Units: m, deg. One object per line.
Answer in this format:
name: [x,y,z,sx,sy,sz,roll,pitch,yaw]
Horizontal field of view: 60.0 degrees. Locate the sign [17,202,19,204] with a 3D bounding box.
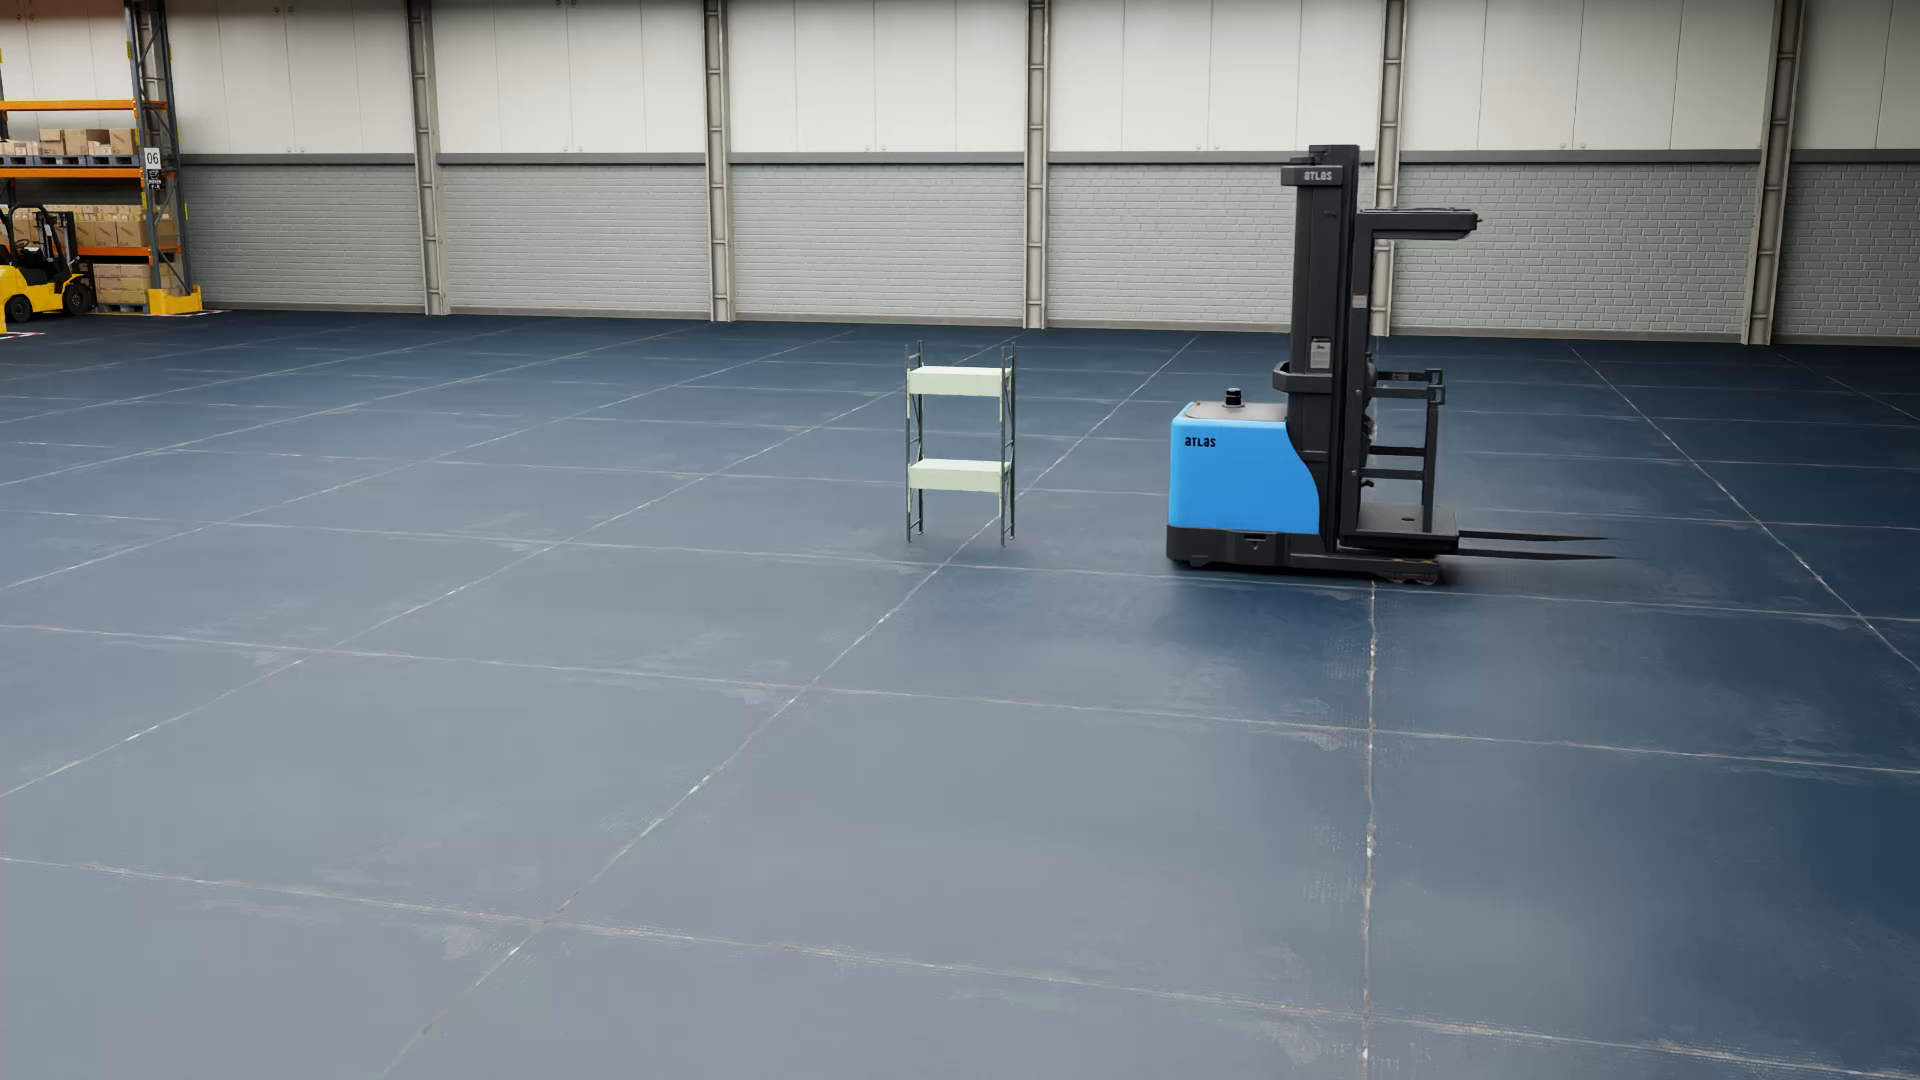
sign: [-19.410,-6.792,34.238,0.005,0.325,0.100,3,13,14]

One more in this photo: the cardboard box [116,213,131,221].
cardboard box: [-18.208,-5.710,30.971,3.004,0.649,4.768,3,13,14]

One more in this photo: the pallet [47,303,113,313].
pallet: [-17.591,-4.739,33.607,1.213,0.211,1.003,3,13,14]

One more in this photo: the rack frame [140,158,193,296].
rack frame: [-15.658,-6.006,32.879,0.127,3.000,1.000,3,13,14]

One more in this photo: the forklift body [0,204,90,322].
forklift body: [-17.936,-5.306,31.685,1.214,2.155,2.313,3,13,14]

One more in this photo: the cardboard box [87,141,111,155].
cardboard box: [-16.781,-7.651,32.477,0.258,0.266,0.396,3,13,14]

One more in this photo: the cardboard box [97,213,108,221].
cardboard box: [-16.792,-6.379,32.832,0.250,0.149,0.380,3,13,13]

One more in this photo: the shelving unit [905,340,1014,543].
shelving unit: [0.003,-0.732,12.571,0.748,1.500,0.431,3,13,14]

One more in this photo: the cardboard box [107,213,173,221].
cardboard box: [-16.244,-6.403,32.941,0.794,0.149,0.880,3,13,12]

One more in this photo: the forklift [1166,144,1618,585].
forklift: [3.045,-1.251,11.607,3.031,2.935,1.130,3,13,14]

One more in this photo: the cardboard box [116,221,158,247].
cardboard box: [-16.199,-6.025,32.734,0.500,0.500,0.500,3,13,12]

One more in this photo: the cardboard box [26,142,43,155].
cardboard box: [-18.173,-7.725,32.813,0.258,0.266,0.396,3,13,12]

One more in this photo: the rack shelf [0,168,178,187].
rack shelf: [-23.379,-6.942,34.623,15.904,1.578,1.077,3,13,14]

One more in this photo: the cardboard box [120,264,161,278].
cardboard box: [-16.180,-5.315,32.835,0.500,0.250,0.500,4,13,15]

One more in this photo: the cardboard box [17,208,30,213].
cardboard box: [-18.552,-6.604,33.161,0.250,0.149,0.380,3,13,15]

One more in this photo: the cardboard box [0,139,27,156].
cardboard box: [-18.792,-7.794,33.017,0.500,0.311,0.500,3,13,15]

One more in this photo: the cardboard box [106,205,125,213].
cardboard box: [-16.564,-6.505,32.713,0.250,0.149,0.380,3,13,15]

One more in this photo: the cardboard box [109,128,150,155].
cardboard box: [-16.146,-7.745,32.359,0.500,0.500,0.500,3,13,15]

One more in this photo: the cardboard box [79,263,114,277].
cardboard box: [-17.169,-5.364,33.057,0.500,0.250,0.500,3,13,14]

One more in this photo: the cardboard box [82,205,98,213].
cardboard box: [-17.067,-6.524,32.798,0.250,0.149,0.380,3,13,15]

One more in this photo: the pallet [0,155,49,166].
pallet: [-18.707,-7.596,33.324,1.213,0.211,1.003,3,13,14]

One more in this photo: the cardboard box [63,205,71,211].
cardboard box: [-17.547,-6.569,33.003,0.250,0.149,0.380,3,13,14]

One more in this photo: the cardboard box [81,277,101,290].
cardboard box: [-17.196,-5.123,33.123,0.500,0.250,0.500,3,13,12]

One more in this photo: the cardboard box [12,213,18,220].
cardboard box: [-18.784,-6.486,33.316,0.250,0.149,0.380,3,13,13]

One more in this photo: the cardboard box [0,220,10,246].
cardboard box: [-19.173,-6.184,33.452,0.500,0.500,0.500,3,13,12]

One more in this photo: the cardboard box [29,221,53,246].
cardboard box: [-18.172,-6.135,33.229,0.500,0.500,0.500,3,13,13]

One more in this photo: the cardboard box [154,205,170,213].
cardboard box: [-15.933,-6.579,33.046,0.250,0.149,0.380,3,13,12]

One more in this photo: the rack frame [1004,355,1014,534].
rack frame: [0.362,-0.713,12.485,0.010,1.308,0.380,3,13,14]

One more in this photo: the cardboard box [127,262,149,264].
cardboard box: [-16.565,-5.447,33.428,0.500,0.250,0.500,3,13,14]

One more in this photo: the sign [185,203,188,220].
sign: [-15.519,-6.584,33.301,0.005,0.325,0.100,3,13,14]

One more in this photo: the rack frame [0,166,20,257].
rack frame: [-19.541,-6.213,33.814,0.127,3.000,1.000,3,13,14]

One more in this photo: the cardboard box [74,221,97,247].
cardboard box: [-17.198,-6.080,32.984,0.500,0.500,0.500,3,13,12]

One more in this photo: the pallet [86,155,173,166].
pallet: [-16.338,-7.469,32.753,1.213,0.211,1.003,3,13,14]

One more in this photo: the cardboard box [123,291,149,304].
cardboard box: [-16.190,-4.826,32.941,0.500,0.250,0.500,3,13,14]

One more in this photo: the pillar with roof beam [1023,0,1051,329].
pillar with roof beam: [0.326,-7.321,24.955,0.400,9.000,9.100,3,13,14]

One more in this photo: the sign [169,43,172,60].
sign: [-15.519,-9.584,32.635,0.005,0.325,0.100,3,13,14]

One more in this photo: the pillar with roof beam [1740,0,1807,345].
pillar with roof beam: [11.977,-6.698,22.148,0.400,9.000,9.100,3,13,14]

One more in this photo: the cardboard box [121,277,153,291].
cardboard box: [-16.205,-5.072,32.894,0.500,0.250,0.500,3,13,13]

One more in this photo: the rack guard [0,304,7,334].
rack guard: [-16.917,-3.746,28.462,0.348,0.500,1.175,3,13,14]

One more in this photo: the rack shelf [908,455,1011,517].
rack shelf: [0.006,-0.414,12.640,0.720,0.370,0.431,3,13,14]
